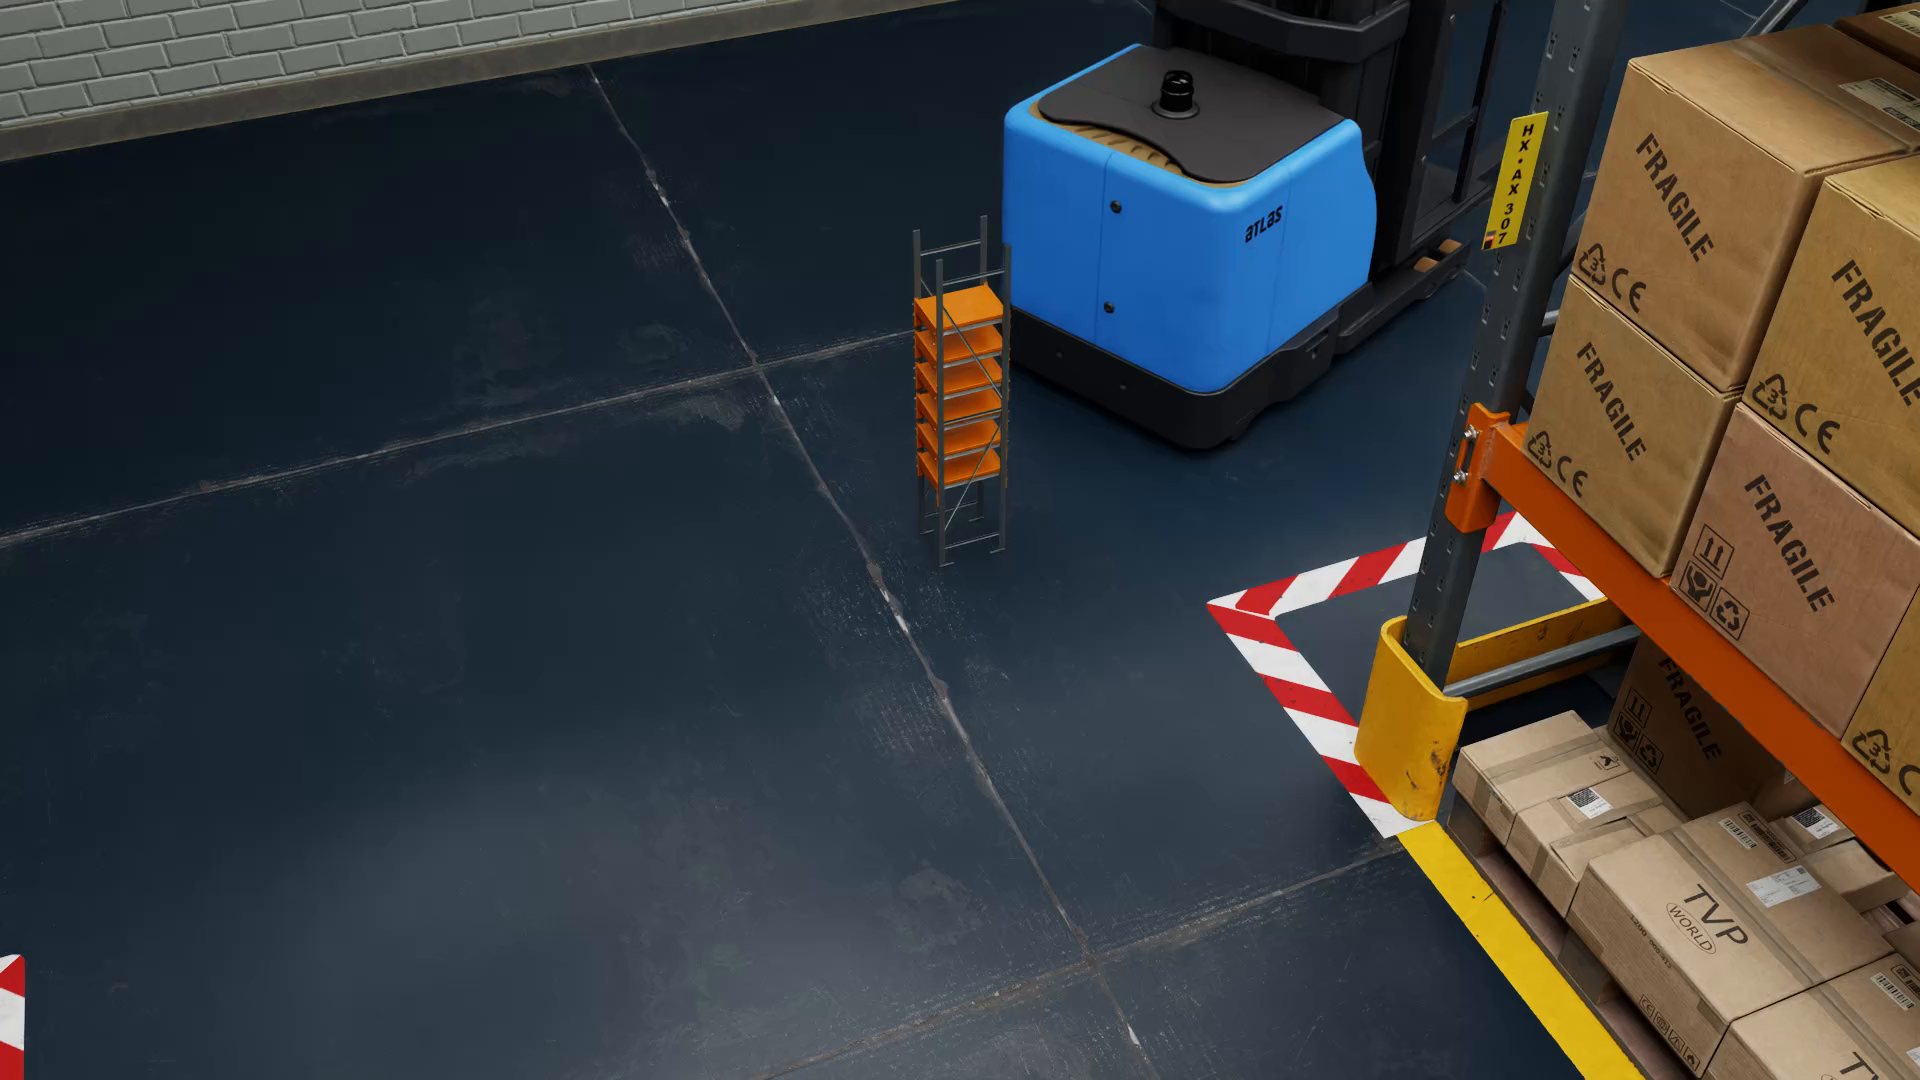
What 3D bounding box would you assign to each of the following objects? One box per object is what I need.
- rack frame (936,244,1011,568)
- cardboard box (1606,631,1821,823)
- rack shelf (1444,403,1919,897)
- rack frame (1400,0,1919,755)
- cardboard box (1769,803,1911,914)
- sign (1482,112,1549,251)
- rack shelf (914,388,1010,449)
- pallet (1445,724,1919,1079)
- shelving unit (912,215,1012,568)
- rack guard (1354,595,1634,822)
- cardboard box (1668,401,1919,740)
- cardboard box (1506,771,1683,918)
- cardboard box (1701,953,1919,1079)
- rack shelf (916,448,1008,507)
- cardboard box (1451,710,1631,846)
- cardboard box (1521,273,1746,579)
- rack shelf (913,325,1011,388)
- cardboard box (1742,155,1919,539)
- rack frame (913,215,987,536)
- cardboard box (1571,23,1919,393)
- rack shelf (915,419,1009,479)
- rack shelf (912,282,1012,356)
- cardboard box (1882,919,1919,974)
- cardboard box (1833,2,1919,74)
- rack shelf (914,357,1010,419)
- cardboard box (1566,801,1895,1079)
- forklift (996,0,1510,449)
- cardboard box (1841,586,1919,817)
[{"bbox_3d":[0.041,-0.391,5.285,0.240,1.200,0.006,-15,43,-17],"label":"rack frame"},{"bbox_3d":[2.177,0.442,4.515,0.500,0.500,0.500,-15,43,-17],"label":"cardboard box"},{"bbox_3d":[2.507,0.873,2.987,1.077,0.370,4.000,-15,43,-17],"label":"rack shelf"},{"bbox_3d":[1.742,-0.605,4.153,1.000,3.000,0.127,-15,43,-17],"label":"rack frame"},{"bbox_3d":[2.249,0.835,4.314,0.380,0.166,0.250,-15,43,-17],"label":"cardboard box"},{"bbox_3d":[1.240,-0.798,3.713,0.100,0.325,0.005,-15,43,-17],"label":"sign"},{"bbox_3d":[0.006,-0.413,5.378,0.258,0.103,0.180,-15,43,-17],"label":"rack shelf"},{"bbox_3d":[2.077,0.978,4.451,1.003,0.211,1.213,-15,43,-17],"label":"pallet"},{"bbox_3d":[0.006,-0.446,5.349,0.258,1.200,0.189,-15,43,-17],"label":"shelving unit"},{"bbox_3d":[1.771,0.388,4.915,1.175,0.500,0.348,-15,43,-17],"label":"rack guard"},{"bbox_3d":[1.870,0.000,3.373,0.500,0.500,0.500,-16,43,-17],"label":"cardboard box"},{"bbox_3d":[1.680,0.791,4.365,0.380,0.166,0.250,-15,43,-17],"label":"cardboard box"},{"bbox_3d":[2.070,1.271,3.742,0.500,0.250,0.500,-15,43,-17],"label":"cardboard box"},{"bbox_3d":[0.006,-0.231,5.534,0.258,0.103,0.180,-15,43,-17],"label":"rack shelf"},{"bbox_3d":[1.584,0.647,4.546,0.380,0.149,0.250,-15,43,-17],"label":"cardboard box"},{"bbox_3d":[1.668,-0.310,3.733,0.500,0.500,0.500,-14,43,-16],"label":"cardboard box"},{"bbox_3d":[0.006,-0.594,5.221,0.258,0.103,0.180,-15,43,-17],"label":"rack shelf"},{"bbox_3d":[1.875,-0.376,3.043,0.500,0.500,0.500,-15,43,-16],"label":"cardboard box"},{"bbox_3d":[-0.029,-0.501,5.413,0.240,1.200,0.006,-15,43,-17],"label":"rack frame"},{"bbox_3d":[1.668,-0.689,3.407,0.500,0.500,0.500,-14,43,-16],"label":"cardboard box"},{"bbox_3d":[0.006,-0.322,5.456,0.258,0.103,0.180,-15,43,-17],"label":"rack shelf"},{"bbox_3d":[0.006,-0.685,5.143,0.258,0.103,0.180,-15,43,-17],"label":"rack shelf"},{"bbox_3d":[2.513,1.117,3.922,0.500,0.250,0.500,-15,43,-17],"label":"cardboard box"},{"bbox_3d":[2.166,-0.823,3.562,0.500,0.500,0.500,-15,43,-17],"label":"cardboard box"},{"bbox_3d":[0.006,-0.504,5.299,0.258,0.103,0.180,-15,43,-17],"label":"rack shelf"},{"bbox_3d":[1.879,0.970,4.093,0.500,0.250,0.500,-15,43,-17],"label":"cardboard box"},{"bbox_3d":[1.501,-2.318,6.198,1.130,2.935,3.031,31,49,31],"label":"forklift"},{"bbox_3d":[2.059,0.303,3.021,0.500,0.500,0.500,-15,43,-17],"label":"cardboard box"}]
